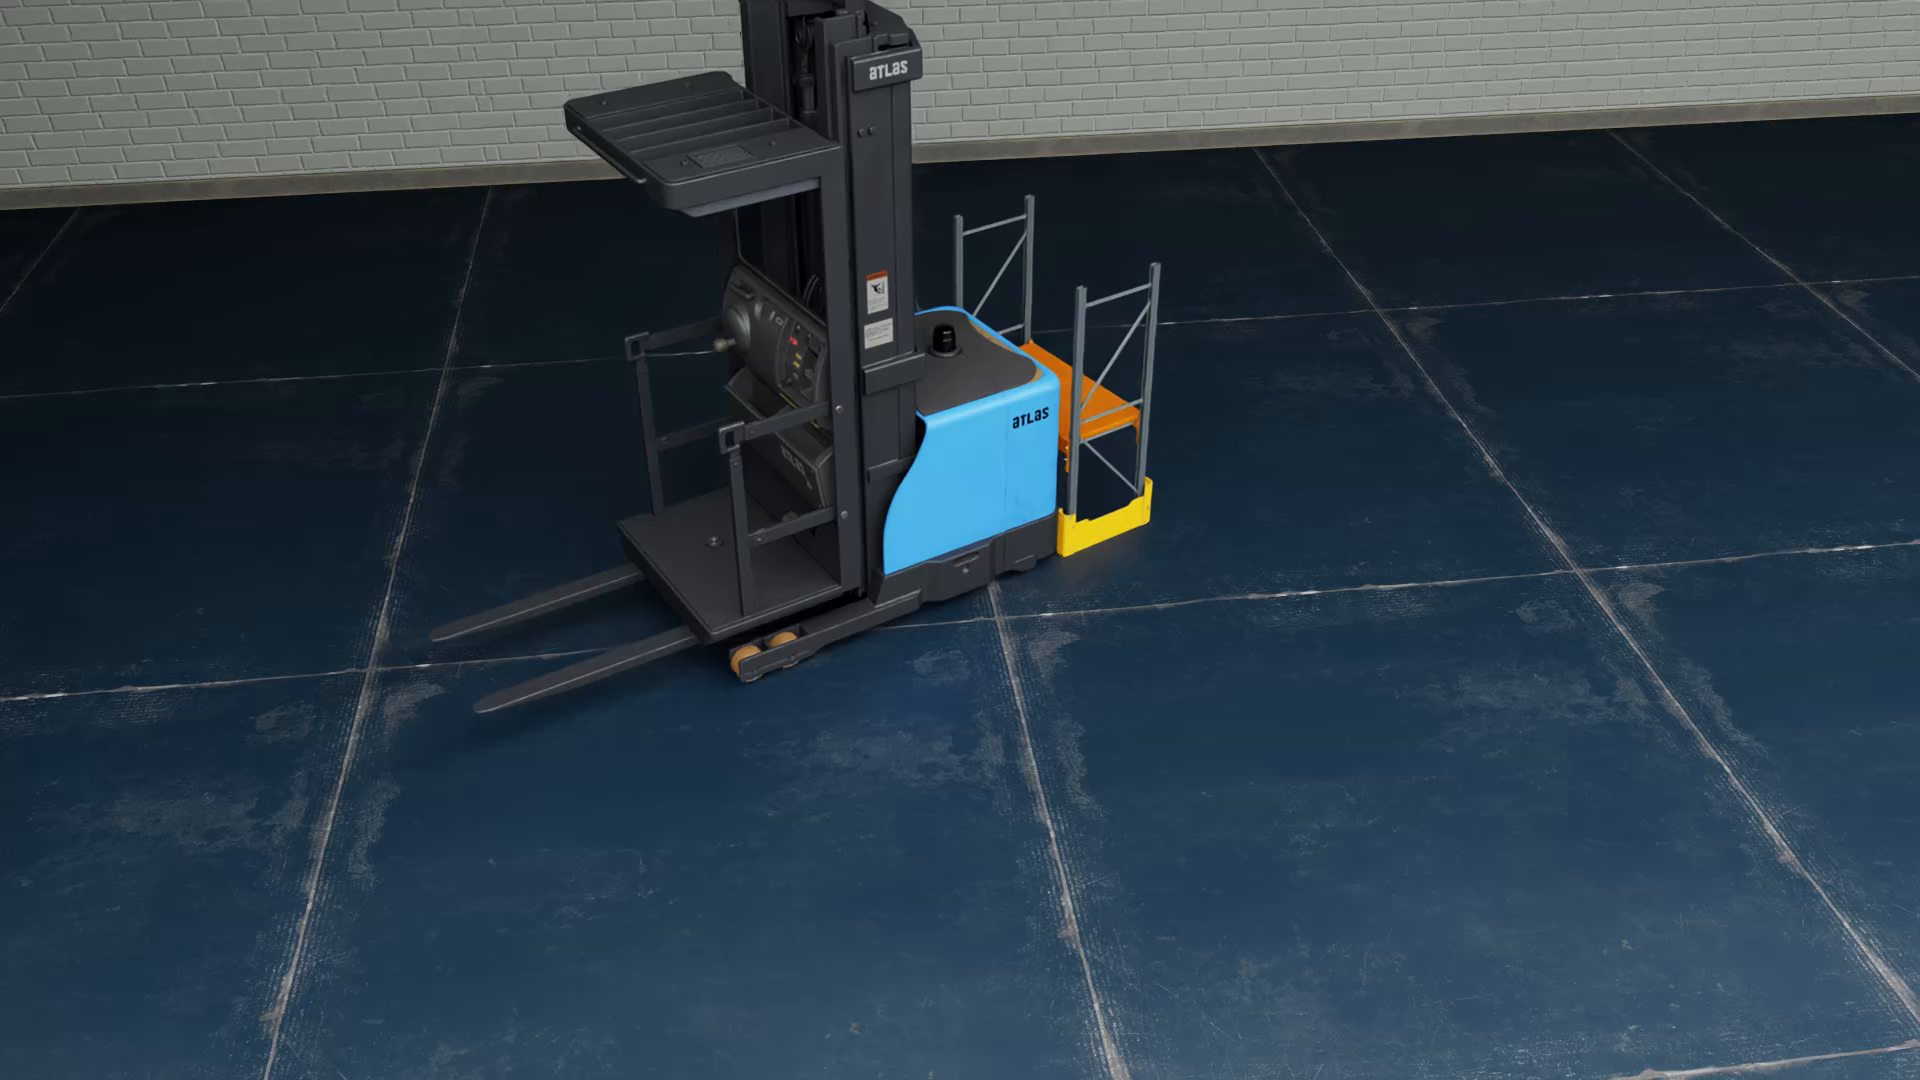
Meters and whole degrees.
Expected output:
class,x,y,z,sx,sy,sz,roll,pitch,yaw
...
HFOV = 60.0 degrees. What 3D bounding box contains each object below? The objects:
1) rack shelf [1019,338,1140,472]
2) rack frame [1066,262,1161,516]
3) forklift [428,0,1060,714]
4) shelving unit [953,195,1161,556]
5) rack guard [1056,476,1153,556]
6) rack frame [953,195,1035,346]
class,x,y,z,sx,sy,sz,roll,pitch,yaw
rack shelf,0.469,-0.729,8.808,0.538,0.185,1.000,-21,40,-28
rack frame,0.759,-0.643,8.362,0.500,1.500,0.032,-21,40,-28
forklift,-1.016,-0.890,7.454,3.031,2.935,1.130,-20,39,-27
shelving unit,0.474,-0.874,8.701,0.587,1.500,1.083,-21,40,-28
rack guard,0.758,-0.127,8.715,0.587,0.250,0.087,-21,40,-28
rack frame,0.179,-1.113,9.052,0.500,1.500,0.032,-21,40,-28
